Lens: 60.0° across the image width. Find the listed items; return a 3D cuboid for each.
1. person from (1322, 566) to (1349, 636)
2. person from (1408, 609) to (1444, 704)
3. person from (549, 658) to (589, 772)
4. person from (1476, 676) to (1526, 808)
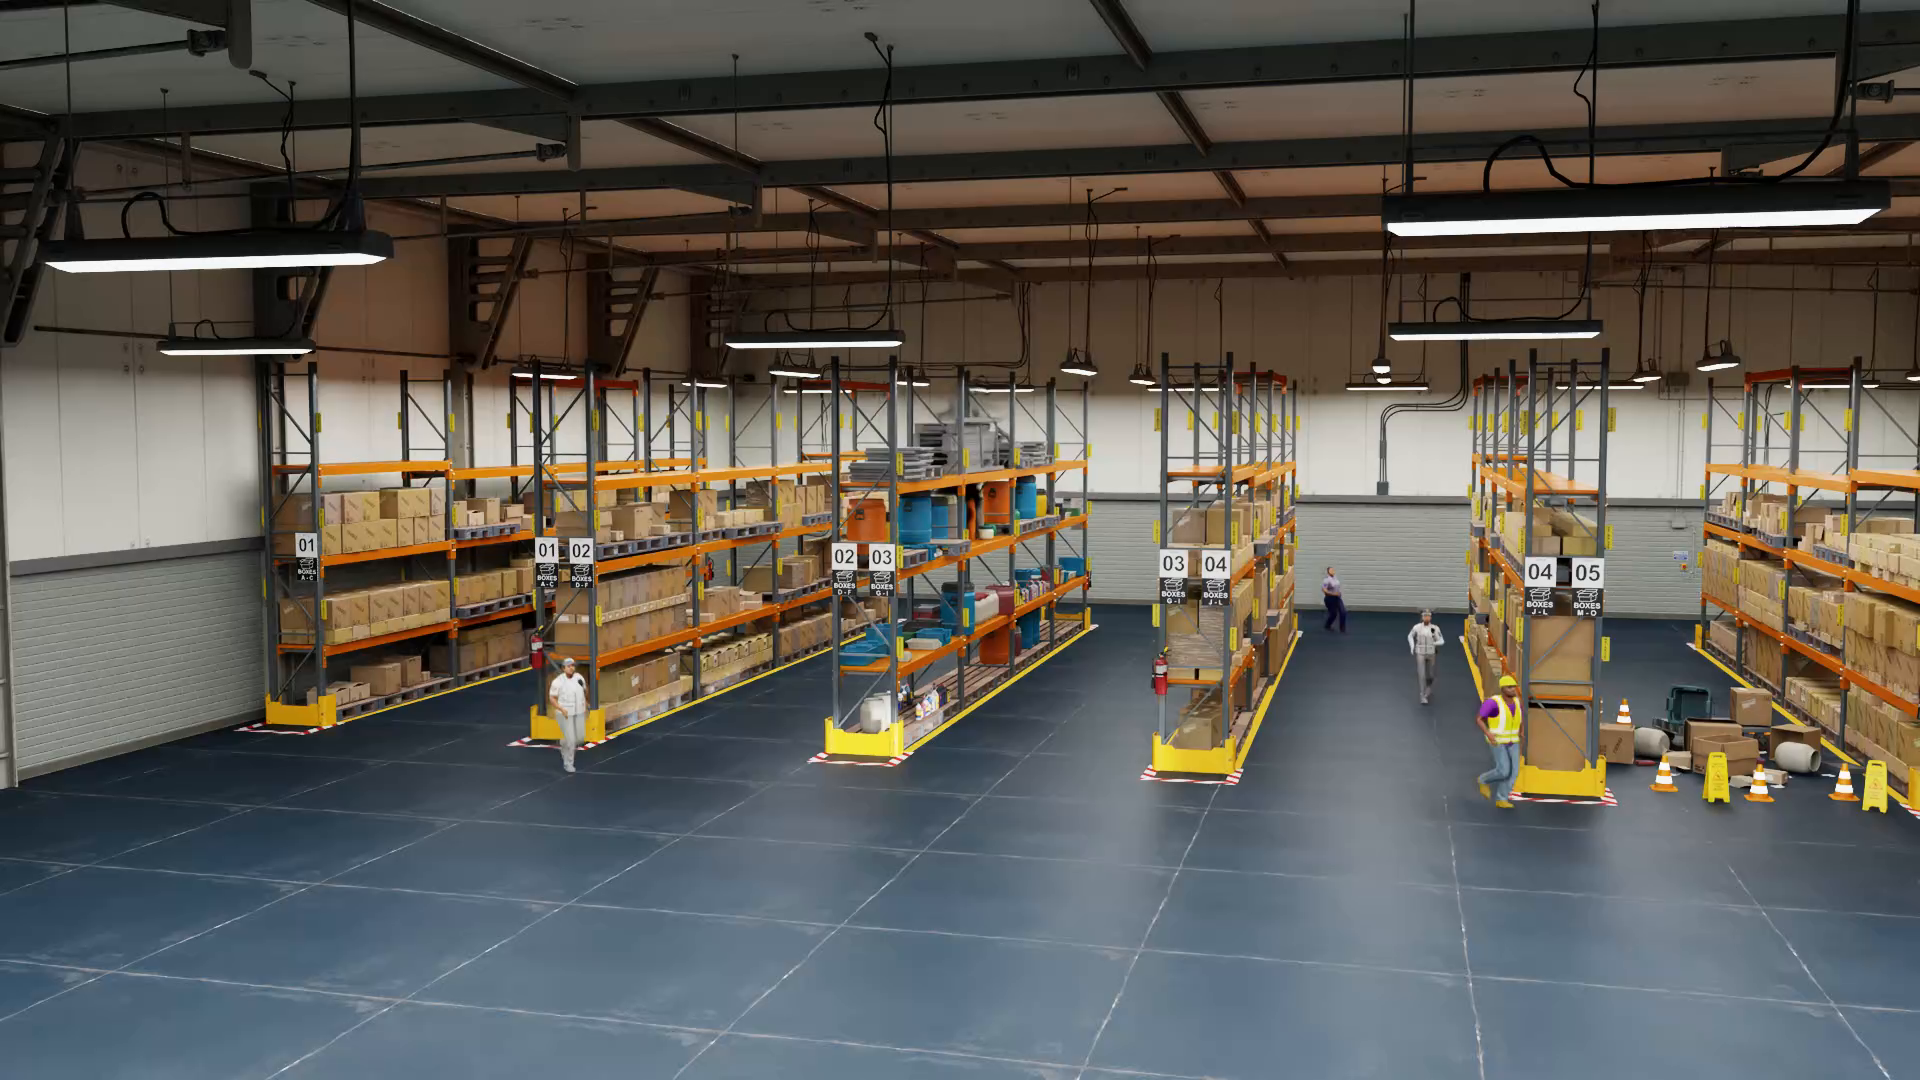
[{"bbox_3d":[8.788,1.444,39.326,0.596,1.651,0.721,-3,5,-35],"label":"person"},{"bbox_3d":[8.355,2.054,29.829,0.622,1.670,0.896,1,4,12],"label":"person"},{"bbox_3d":[-5.660,2.511,24.048,0.615,1.653,0.600,-3,5,-39],"label":"person"},{"bbox_3d":[7.041,2.620,21.682,0.734,1.737,0.575,-2,4,-22],"label":"person"}]
